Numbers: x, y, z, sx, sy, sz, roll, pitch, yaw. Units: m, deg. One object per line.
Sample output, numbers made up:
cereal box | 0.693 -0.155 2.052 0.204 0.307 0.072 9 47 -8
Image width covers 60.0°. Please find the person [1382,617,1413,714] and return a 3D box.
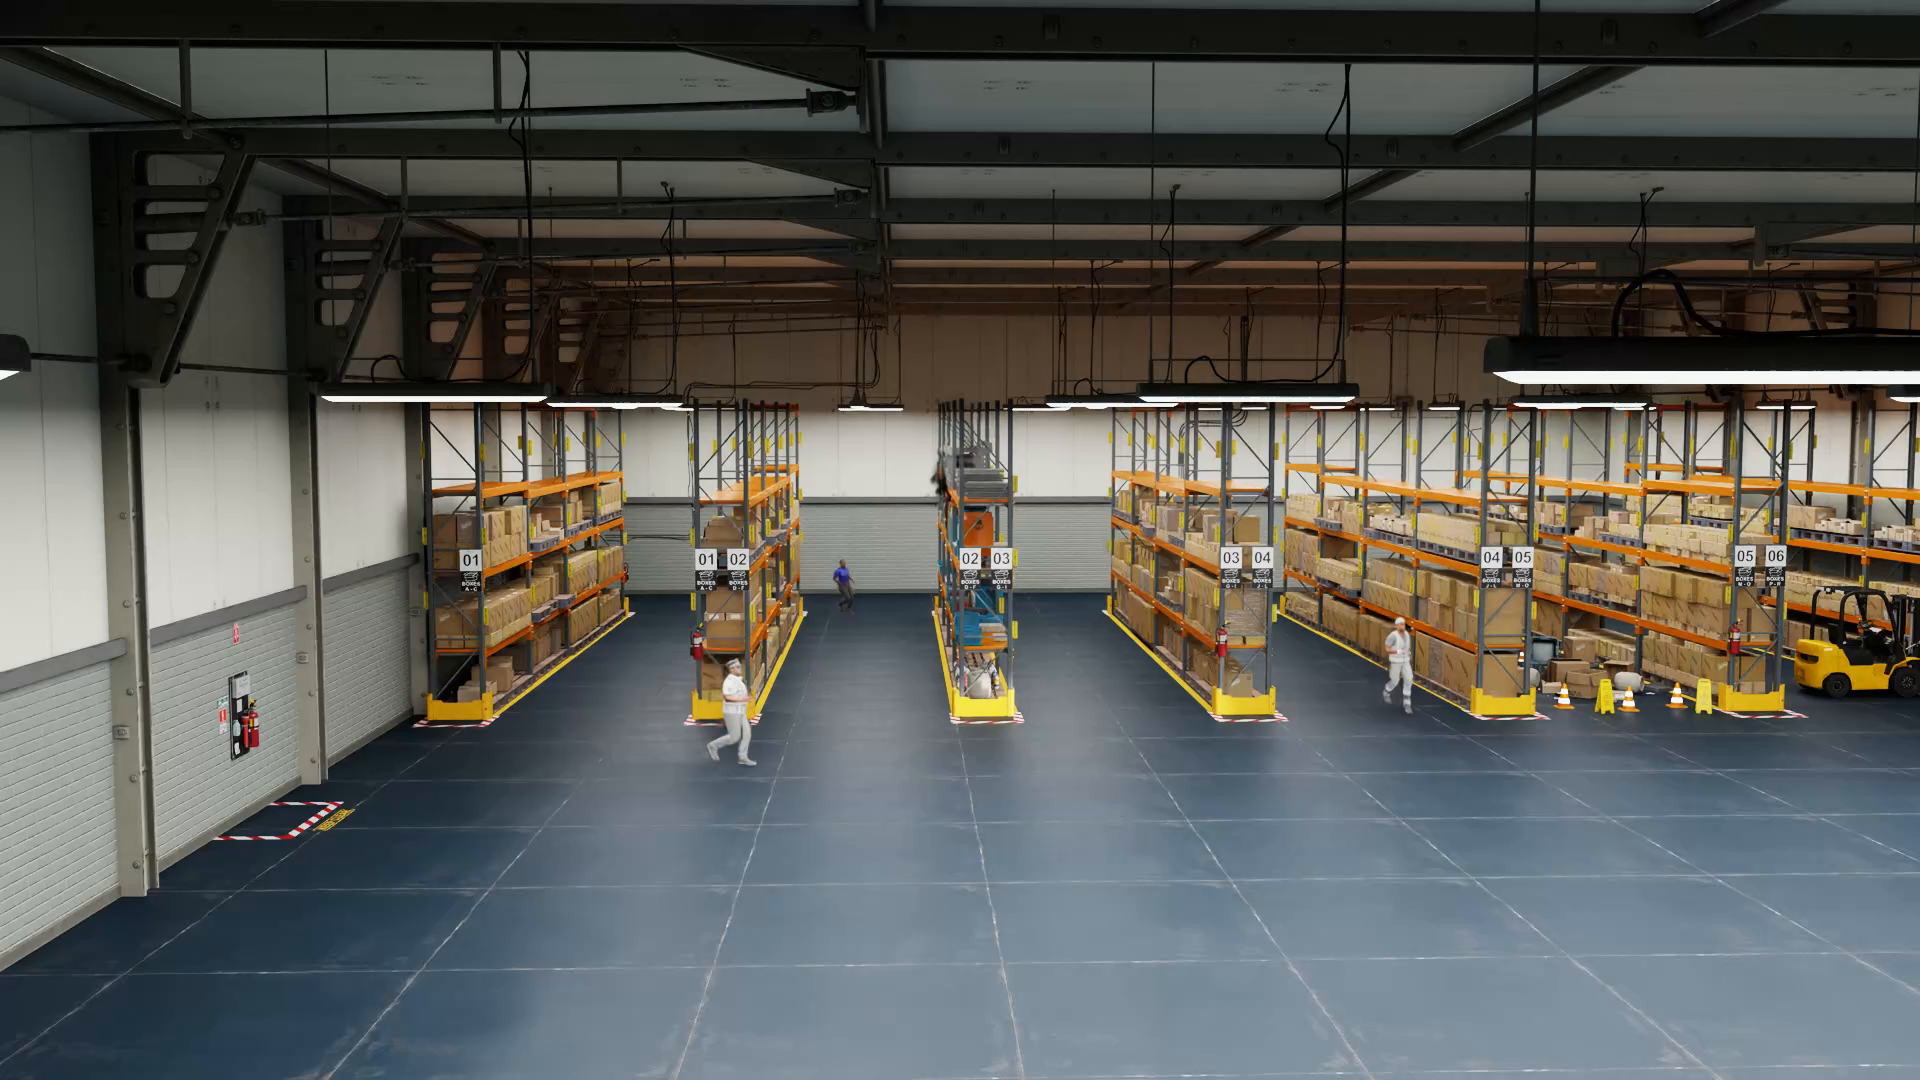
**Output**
person | 8.464 2.404 32.146 0.690 1.848 0.913 -2 5 -23

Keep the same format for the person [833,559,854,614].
person | -3.287 1.338 47.495 0.478 1.583 0.579 4 6 41

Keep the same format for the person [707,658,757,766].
person | -3.703 2.785 27.046 0.817 1.755 0.676 1 4 12
